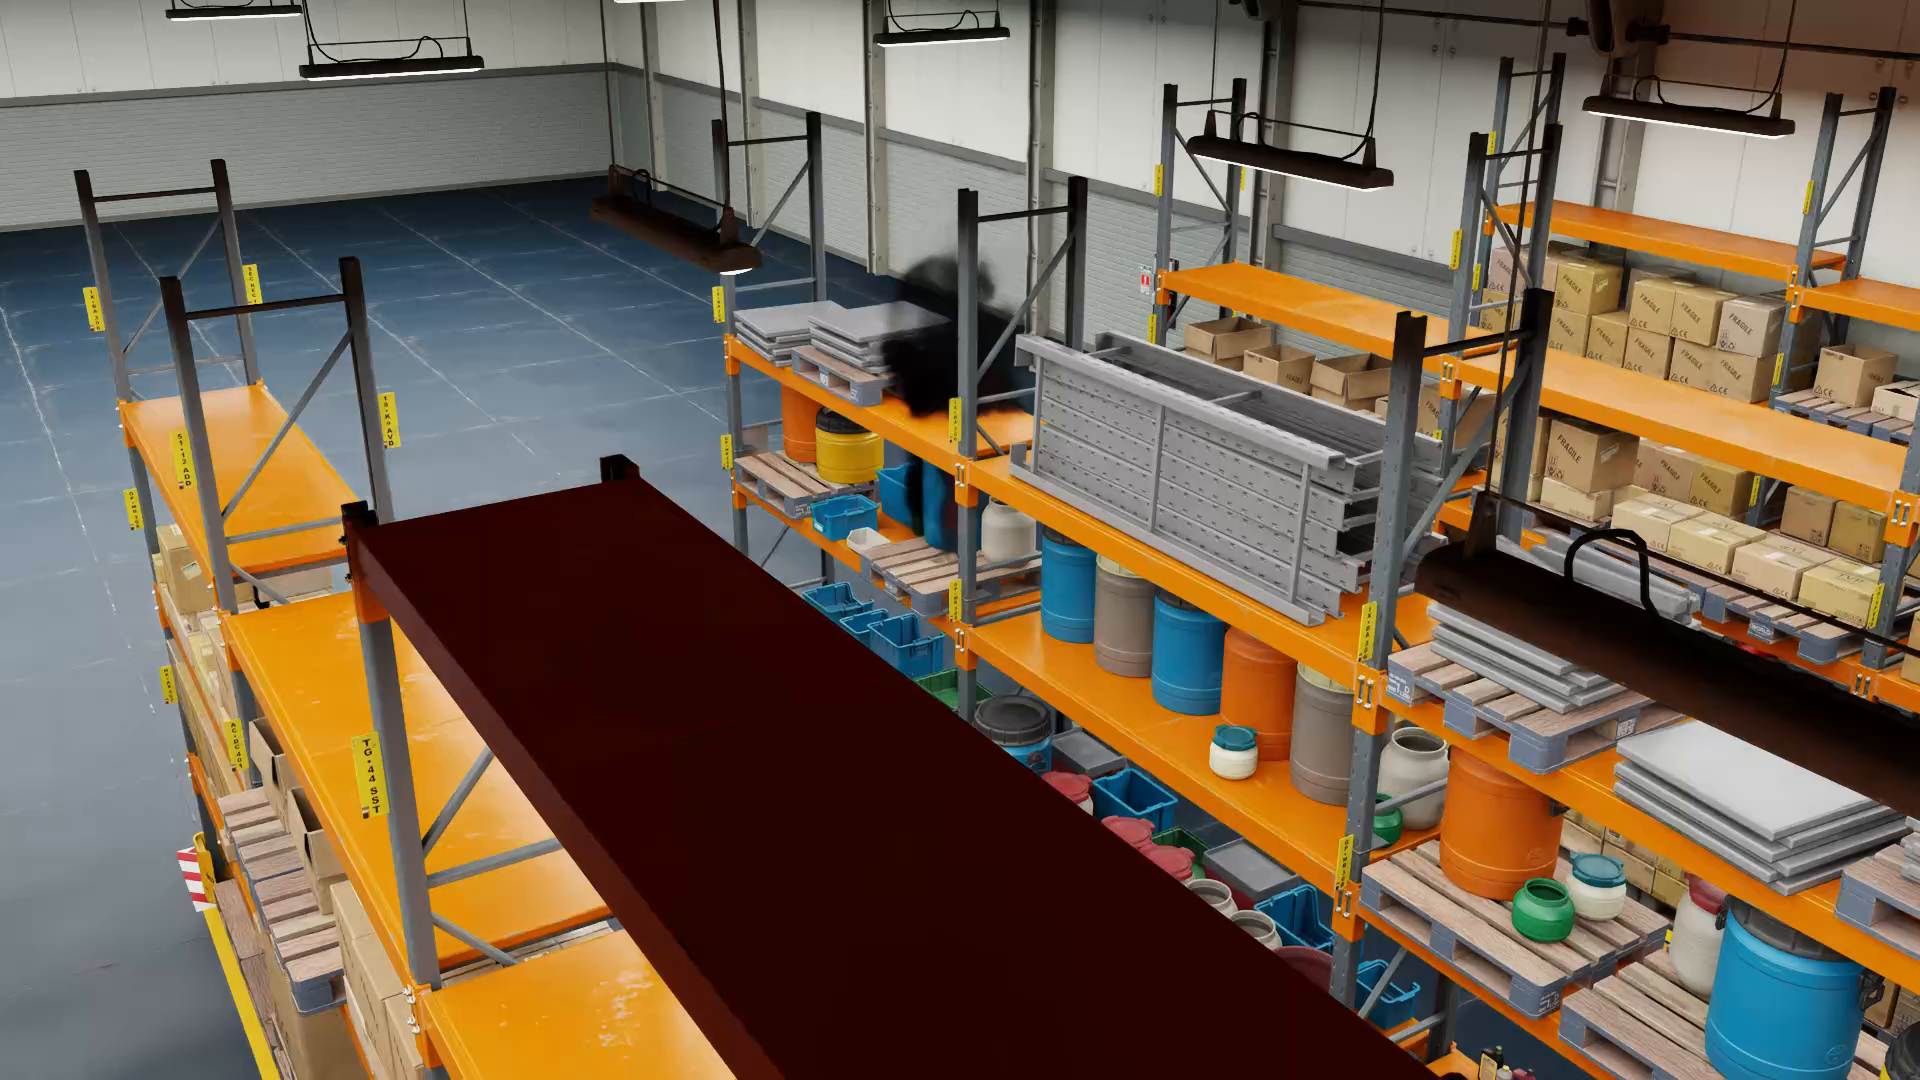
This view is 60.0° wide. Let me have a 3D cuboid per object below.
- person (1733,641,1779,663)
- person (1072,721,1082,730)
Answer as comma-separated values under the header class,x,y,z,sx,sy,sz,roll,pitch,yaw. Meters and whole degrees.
class,x,y,z,sx,sy,sz,roll,pitch,yaw
person,7.295,1.411,15.620,0.658,1.674,0.618,-19,29,-40
person,1.094,1.313,14.947,0.667,1.797,0.893,-15,26,-33
